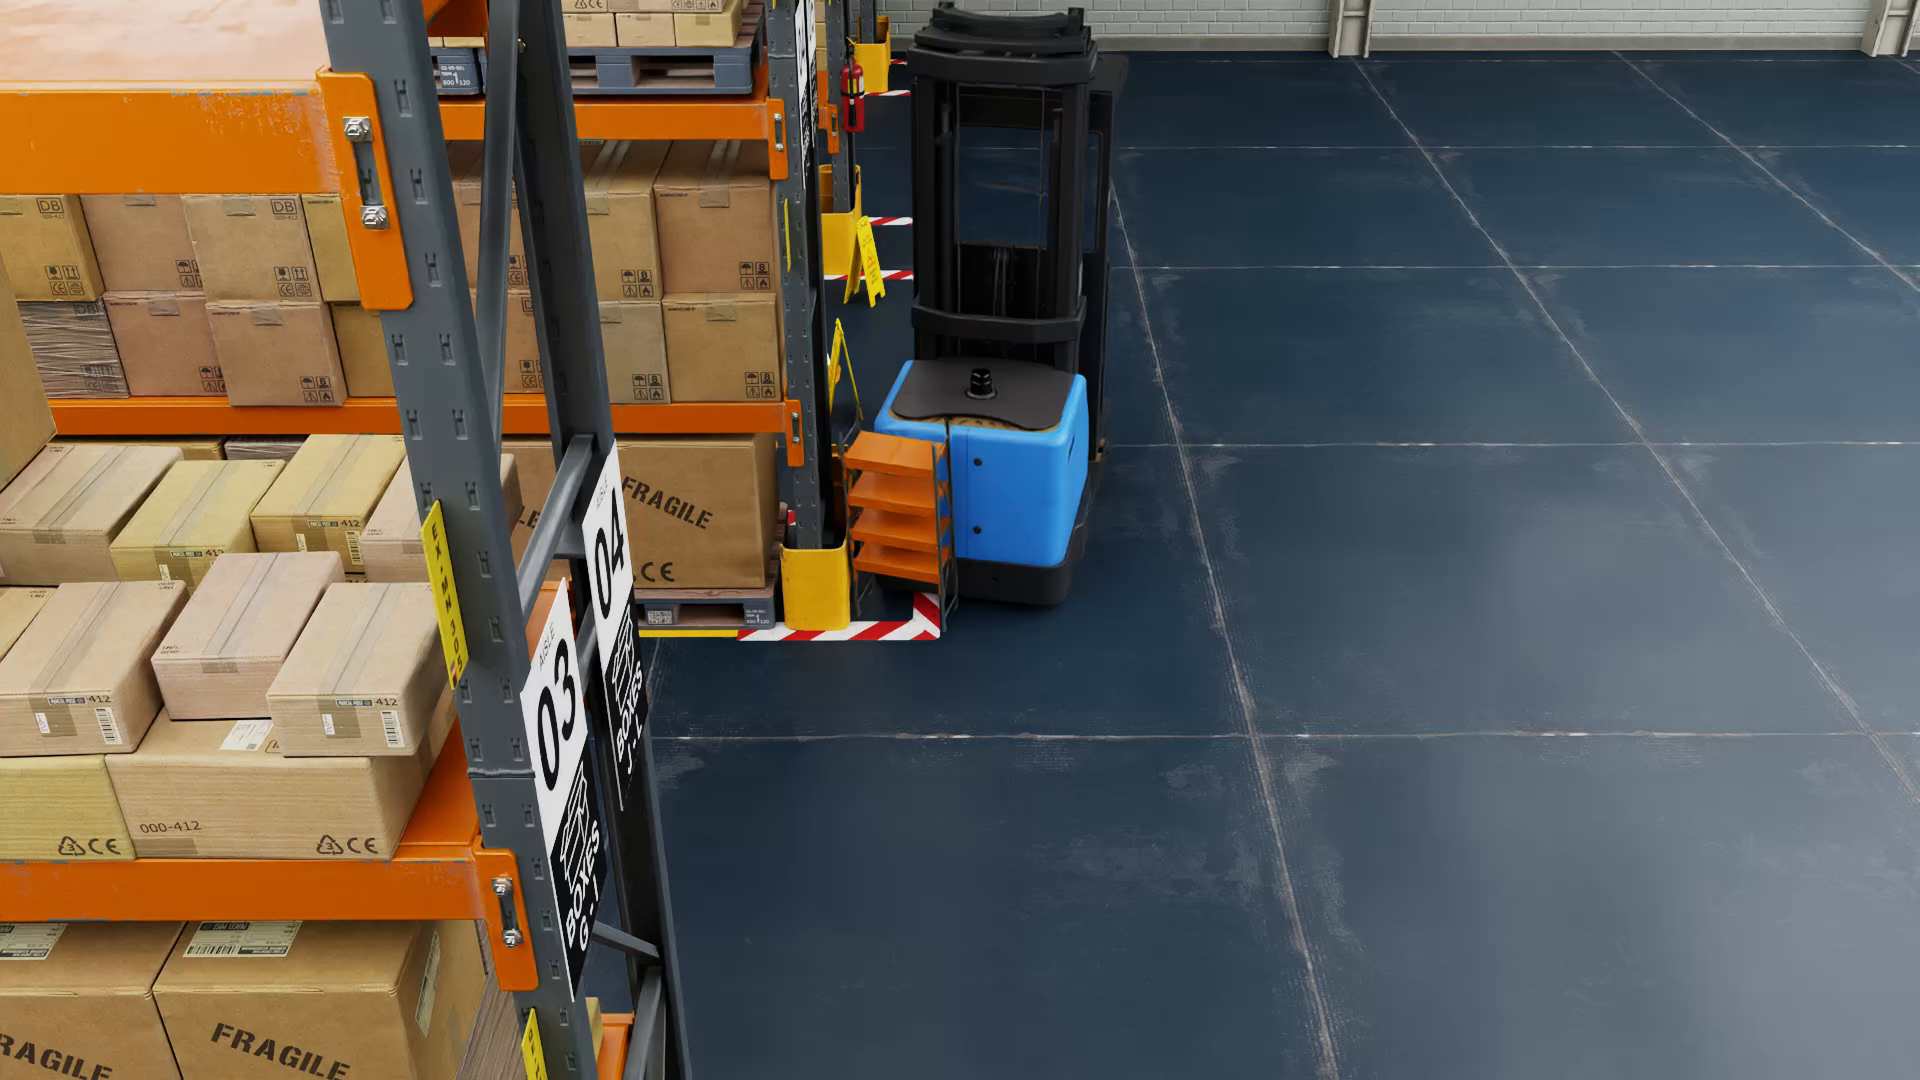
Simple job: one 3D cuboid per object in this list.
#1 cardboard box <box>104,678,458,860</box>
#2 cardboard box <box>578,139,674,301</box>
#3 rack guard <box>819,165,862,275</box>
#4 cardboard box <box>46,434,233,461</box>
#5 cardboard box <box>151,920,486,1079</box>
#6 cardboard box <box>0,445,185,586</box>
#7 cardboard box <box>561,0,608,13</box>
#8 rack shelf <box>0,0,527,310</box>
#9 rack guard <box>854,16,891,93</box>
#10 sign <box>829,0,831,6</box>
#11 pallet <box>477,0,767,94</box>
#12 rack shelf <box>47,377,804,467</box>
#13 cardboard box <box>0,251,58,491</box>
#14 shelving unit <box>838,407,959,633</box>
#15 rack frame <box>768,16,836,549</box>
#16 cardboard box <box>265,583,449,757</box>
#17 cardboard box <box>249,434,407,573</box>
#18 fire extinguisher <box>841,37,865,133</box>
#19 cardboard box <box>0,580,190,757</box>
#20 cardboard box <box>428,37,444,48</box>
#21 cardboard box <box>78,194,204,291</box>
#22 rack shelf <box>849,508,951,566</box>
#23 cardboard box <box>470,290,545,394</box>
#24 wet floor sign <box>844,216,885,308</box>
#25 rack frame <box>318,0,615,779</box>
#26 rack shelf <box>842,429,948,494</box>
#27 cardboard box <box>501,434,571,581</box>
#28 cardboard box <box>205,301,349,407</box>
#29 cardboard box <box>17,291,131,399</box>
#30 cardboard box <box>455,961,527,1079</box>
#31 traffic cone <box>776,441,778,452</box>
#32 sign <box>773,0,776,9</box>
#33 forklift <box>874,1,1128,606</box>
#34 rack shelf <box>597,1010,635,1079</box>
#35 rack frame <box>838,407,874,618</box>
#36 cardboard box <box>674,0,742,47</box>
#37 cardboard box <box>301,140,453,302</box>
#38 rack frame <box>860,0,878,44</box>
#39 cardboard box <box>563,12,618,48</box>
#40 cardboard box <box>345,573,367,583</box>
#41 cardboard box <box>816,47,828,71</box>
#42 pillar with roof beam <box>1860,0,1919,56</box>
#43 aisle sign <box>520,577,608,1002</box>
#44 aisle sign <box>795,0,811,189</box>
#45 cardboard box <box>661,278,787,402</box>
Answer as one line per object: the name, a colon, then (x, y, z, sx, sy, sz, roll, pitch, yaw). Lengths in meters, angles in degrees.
cardboard box: (-1.343, 0.385, 3.365, 0.500, 0.250, 0.500, 1, 31, 1)
cardboard box: (-1.712, -1.598, 8.196, 0.550, 0.550, 0.875, 0, 31, 0)
rack guard: (-0.998, -2.601, 13.445, 0.348, 0.500, 1.175, 0, 31, 0)
cardboard box: (-4.162, -0.327, 8.930, 0.875, 0.875, 0.875, 0, 31, 0)
cardboard box: (-1.411, 1.003, 3.748, 0.500, 0.500, 0.500, 0, 31, 0)
cardboard box: (-1.924, -0.058, 3.712, 0.250, 0.149, 0.380, 1, 31, 2)
cardboard box: (-1.779, -2.523, 7.371, 0.500, 0.250, 0.500, 0, 31, 0)
rack shelf: (-2.863, -0.779, 2.945, 4.000, 0.370, 1.077, 0, 31, 0)
rack guard: (-0.932, -5.176, 17.689, 0.348, 0.500, 1.175, 0, 31, 0)
sign: (-0.939, -4.012, 11.940, 0.005, 0.325, 0.100, 0, 31, 0)
pallet: (-1.533, -2.340, 7.797, 1.213, 0.211, 1.003, 0, 31, 0)
rack shelf: (-2.791, -0.789, 8.742, 4.000, 0.370, 1.077, 0, 31, 0)
cardboard box: (-2.349, -0.331, 3.537, 0.500, 0.500, 0.500, 0, 31, 0)
shelving unit: (-0.304, -0.089, 8.604, 0.503, 1.200, 0.258, 9, 39, 15)
rack frame: (-0.791, -1.103, 8.565, 0.127, 3.000, 1.000, 0, 31, 0)
cardboard box: (-1.138, 0.244, 3.213, 0.250, 0.149, 0.380, 0, 31, 0)
cardboard box: (-1.399, -0.087, 3.759, 0.250, 0.149, 0.380, 0, 31, 1)
fire extinguisher: (-0.805, -3.398, 12.423, 0.183, 0.674, 0.296, 0, 31, 0)
cardboard box: (-1.672, 0.242, 3.217, 0.250, 0.149, 0.380, -1, 31, -2)
cardboard box: (-2.392, -2.320, 7.420, 0.250, 0.149, 0.380, 0, 31, 0)
cardboard box: (-3.873, -1.662, 8.300, 0.550, 0.550, 0.875, 0, 31, 0)
rack shelf: (-0.302, -0.036, 8.645, 0.480, 0.148, 0.258, 9, 39, 15)
cardboard box: (-2.273, -1.193, 8.569, 0.550, 0.550, 0.875, 0, 31, 0)
wet floor sign: (-0.726, -2.109, 12.494, 0.232, 0.644, 0.267, 10, 33, 17)
rack frame: (-0.863, -1.095, 2.768, 0.127, 3.000, 1.000, 0, 31, 0)
rack shelf: (-0.319, -0.399, 8.363, 0.480, 0.148, 0.258, 9, 39, 15)
cardboard box: (-2.349, -0.334, 8.941, 0.875, 0.875, 0.875, -1, 31, -1)
cardboard box: (-3.332, -1.116, 8.442, 0.550, 0.550, 0.875, 0, 31, 0)
cardboard box: (-4.423, -1.162, 8.518, 0.550, 0.550, 0.875, 0, 31, 0)
cardboard box: (-1.413, 1.288, 4.242, 0.500, 0.500, 0.875, 0, 31, 0)
traffic cone: (-1.331, -0.753, 10.435, 0.334, 0.463, 0.336, 0, 31, 0)
sign: (-0.802, -2.449, 7.114, 0.005, 0.325, 0.100, 0, 31, 0)
forklift: (0.325, -1.653, 9.538, 1.130, 2.935, 3.031, 6, 32, 9)
rack shelf: (-2.863, 1.784, 4.501, 4.000, 0.370, 1.077, 0, 31, 0)
rack frame: (-0.537, -0.128, 8.667, 0.015, 1.200, 0.240, 9, 39, 15)
cardboard box: (-1.122, -2.323, 7.426, 0.250, 0.149, 0.380, 0, 31, 0)
cardboard box: (-2.802, -1.598, 8.195, 0.500, 0.550, 0.875, 0, 31, 0)
rack frame: (-0.956, -6.245, 17.040, 0.127, 3.000, 1.000, 0, 31, 0)
cardboard box: (-1.631, -2.322, 7.423, 0.250, 0.149, 0.380, 0, 31, 0)
cardboard box: (-1.346, 0.119, 3.804, 0.500, 0.250, 0.500, 1, 31, 1)
cardboard box: (-1.424, -5.084, 17.372, 0.500, 0.250, 0.500, 0, 31, 0)
pillar with roof beam: (10.368, -7.080, 12.632, 0.400, 9.000, 9.100, 0, 31, 0)
aisle sign: (-0.799, 0.514, 3.394, 0.004, 0.787, 0.394, 0, 31, 0)
aisle sign: (-0.719, -2.059, 7.635, 0.004, 0.787, 0.394, 0, 31, 0)
cardboard box: (-1.162, -1.142, 8.486, 0.550, 0.550, 0.875, 0, 31, 0)
